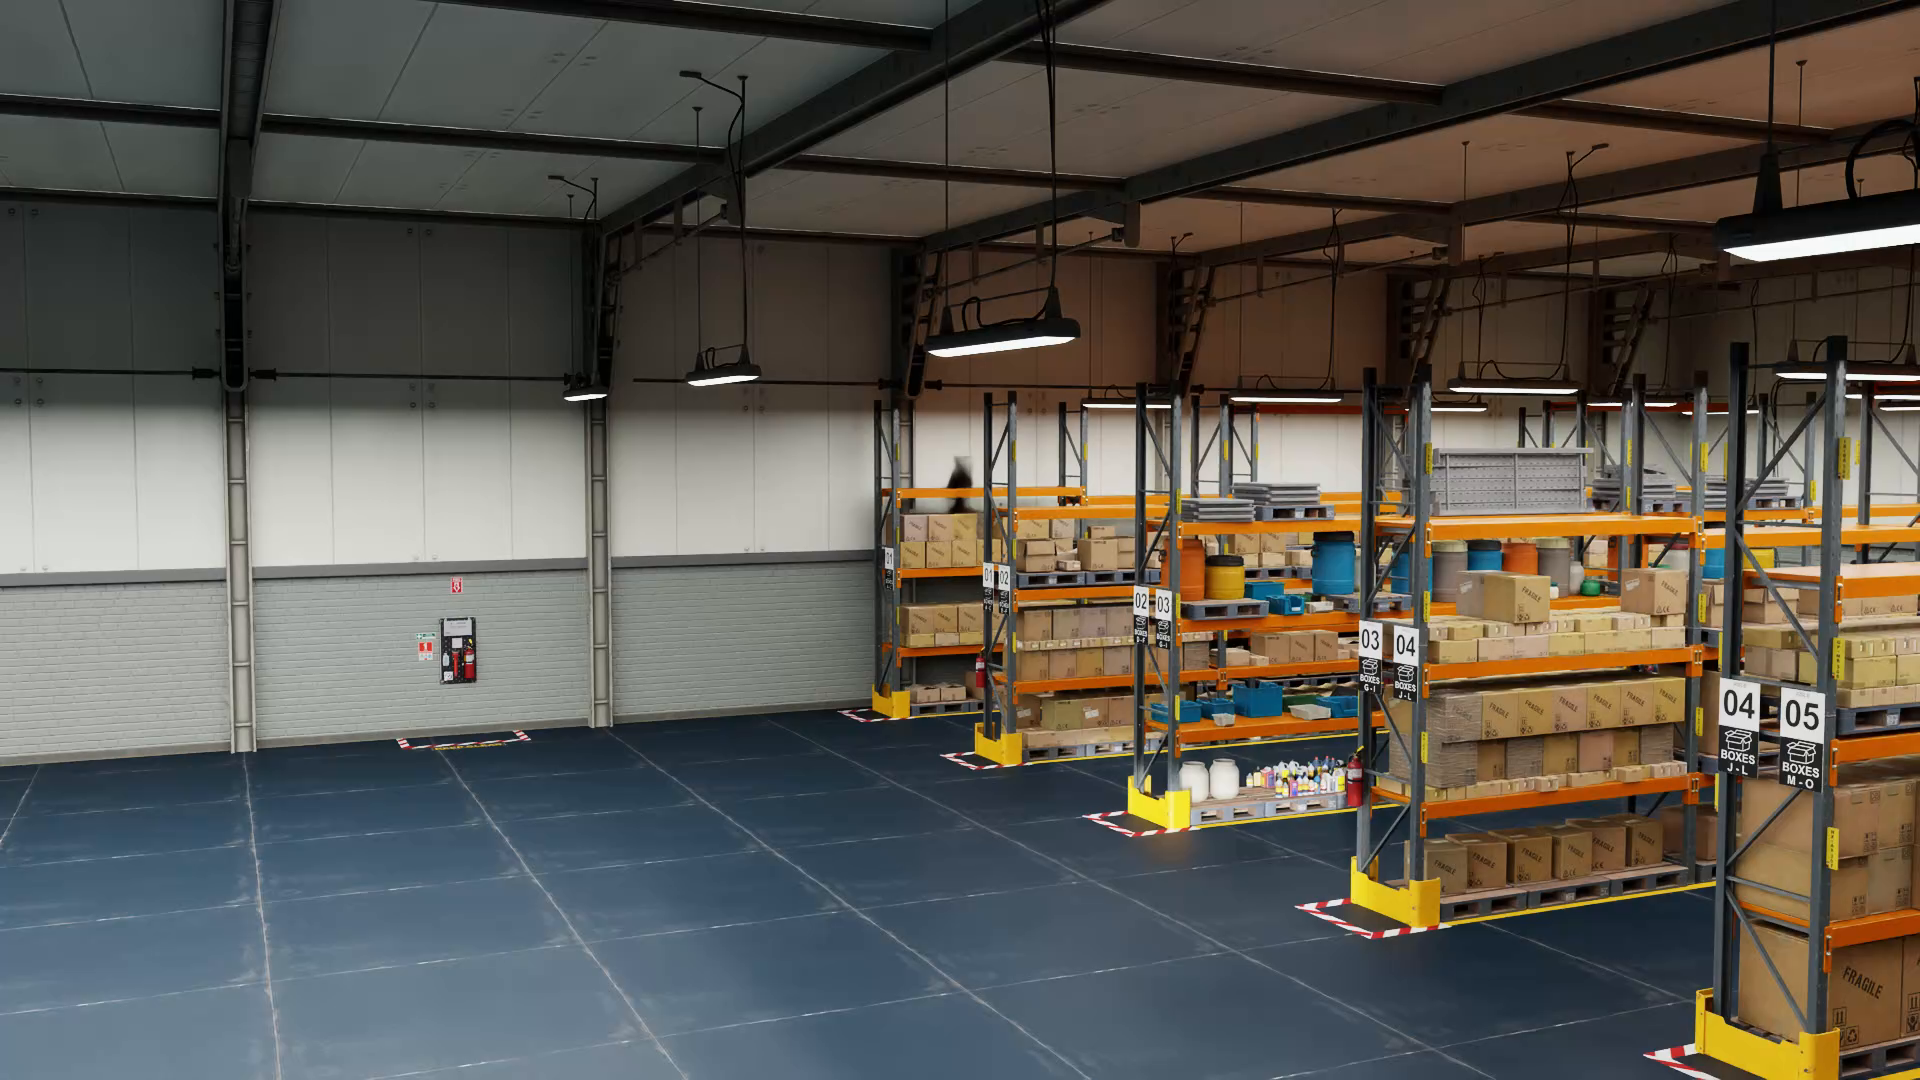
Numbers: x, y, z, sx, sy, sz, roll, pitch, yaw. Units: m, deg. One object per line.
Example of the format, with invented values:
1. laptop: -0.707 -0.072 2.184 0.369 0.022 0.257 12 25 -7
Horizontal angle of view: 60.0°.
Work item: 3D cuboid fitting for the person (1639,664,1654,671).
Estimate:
1. person: 12.754 2.525 30.683 0.726 1.749 0.624 -2 4 -34
